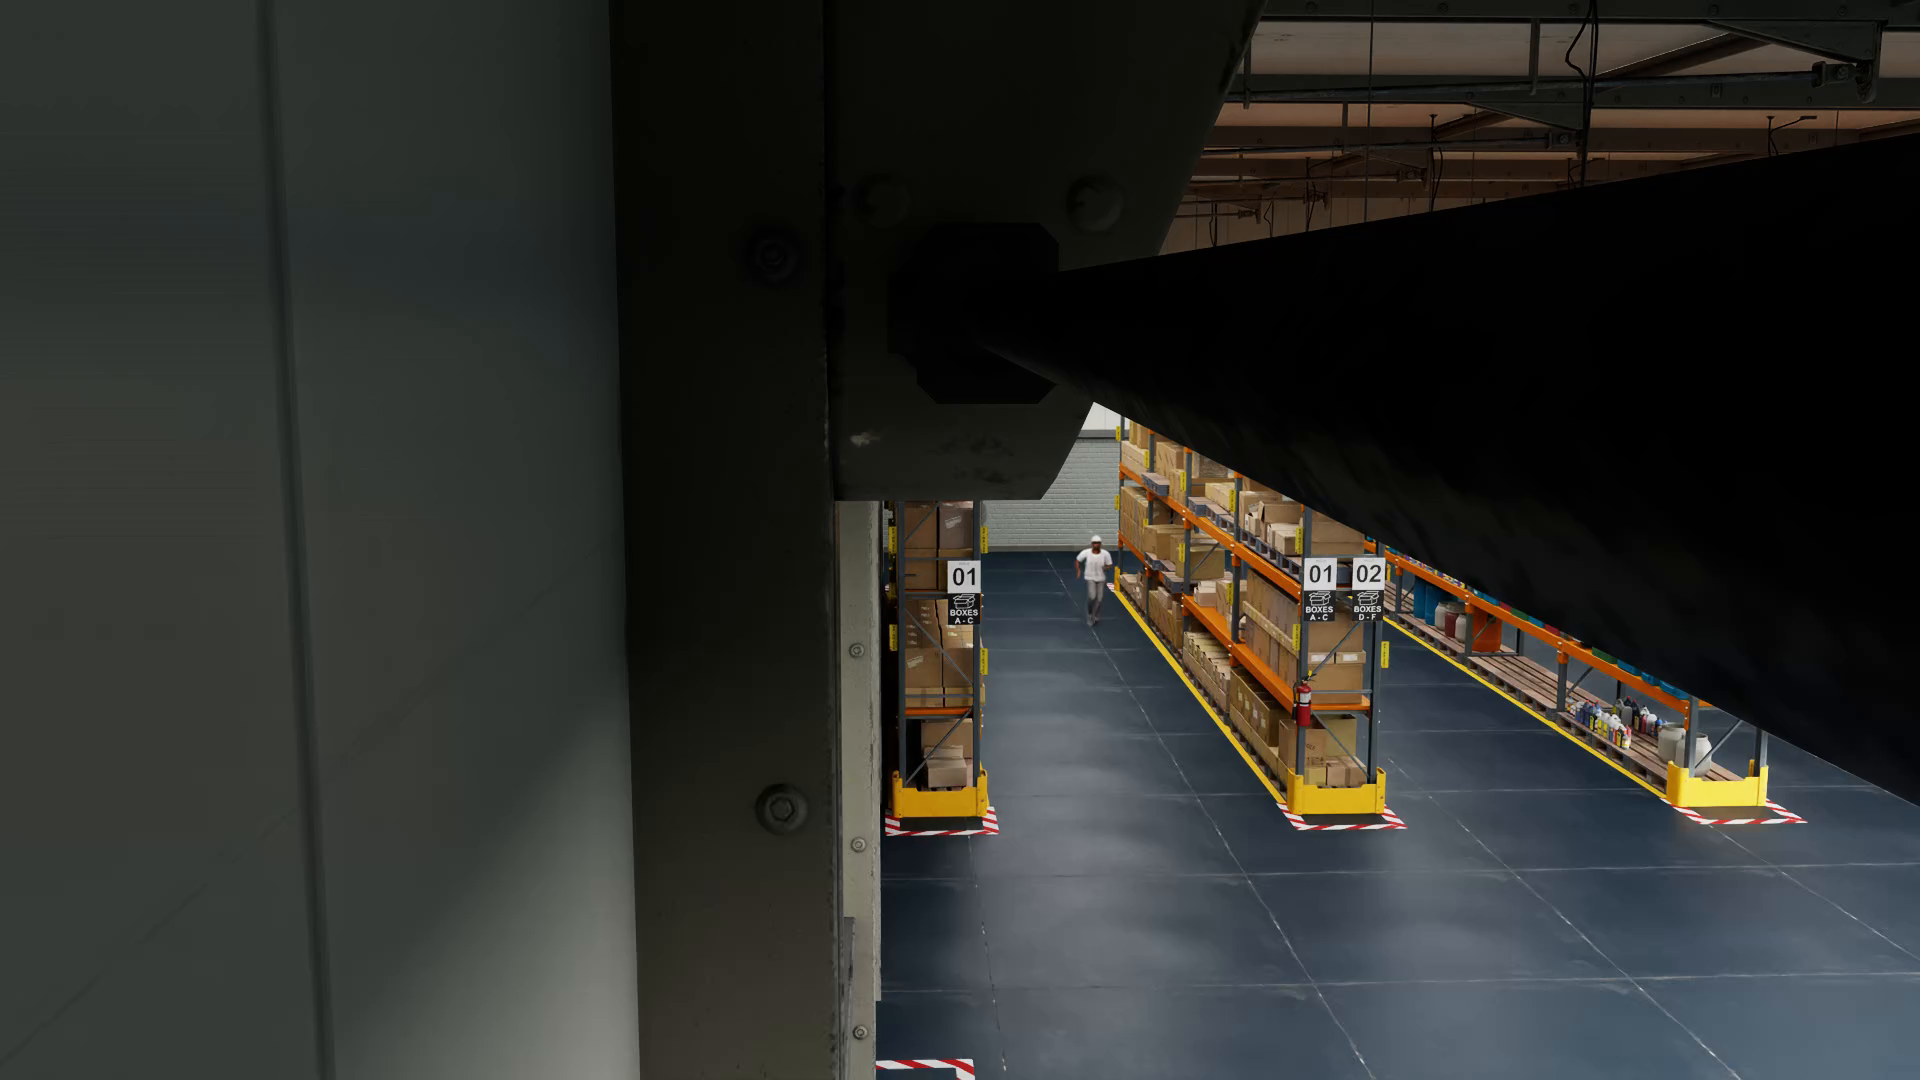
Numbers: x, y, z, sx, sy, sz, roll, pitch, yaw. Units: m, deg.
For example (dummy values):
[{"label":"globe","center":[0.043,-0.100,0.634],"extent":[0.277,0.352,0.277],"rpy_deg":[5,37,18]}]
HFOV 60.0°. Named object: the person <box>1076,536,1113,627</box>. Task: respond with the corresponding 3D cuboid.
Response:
[{"label":"person","center":[2.639,0.802,32.416],"extent":[0.674,1.789,0.726],"rpy_deg":[-1,8,-9]}]
